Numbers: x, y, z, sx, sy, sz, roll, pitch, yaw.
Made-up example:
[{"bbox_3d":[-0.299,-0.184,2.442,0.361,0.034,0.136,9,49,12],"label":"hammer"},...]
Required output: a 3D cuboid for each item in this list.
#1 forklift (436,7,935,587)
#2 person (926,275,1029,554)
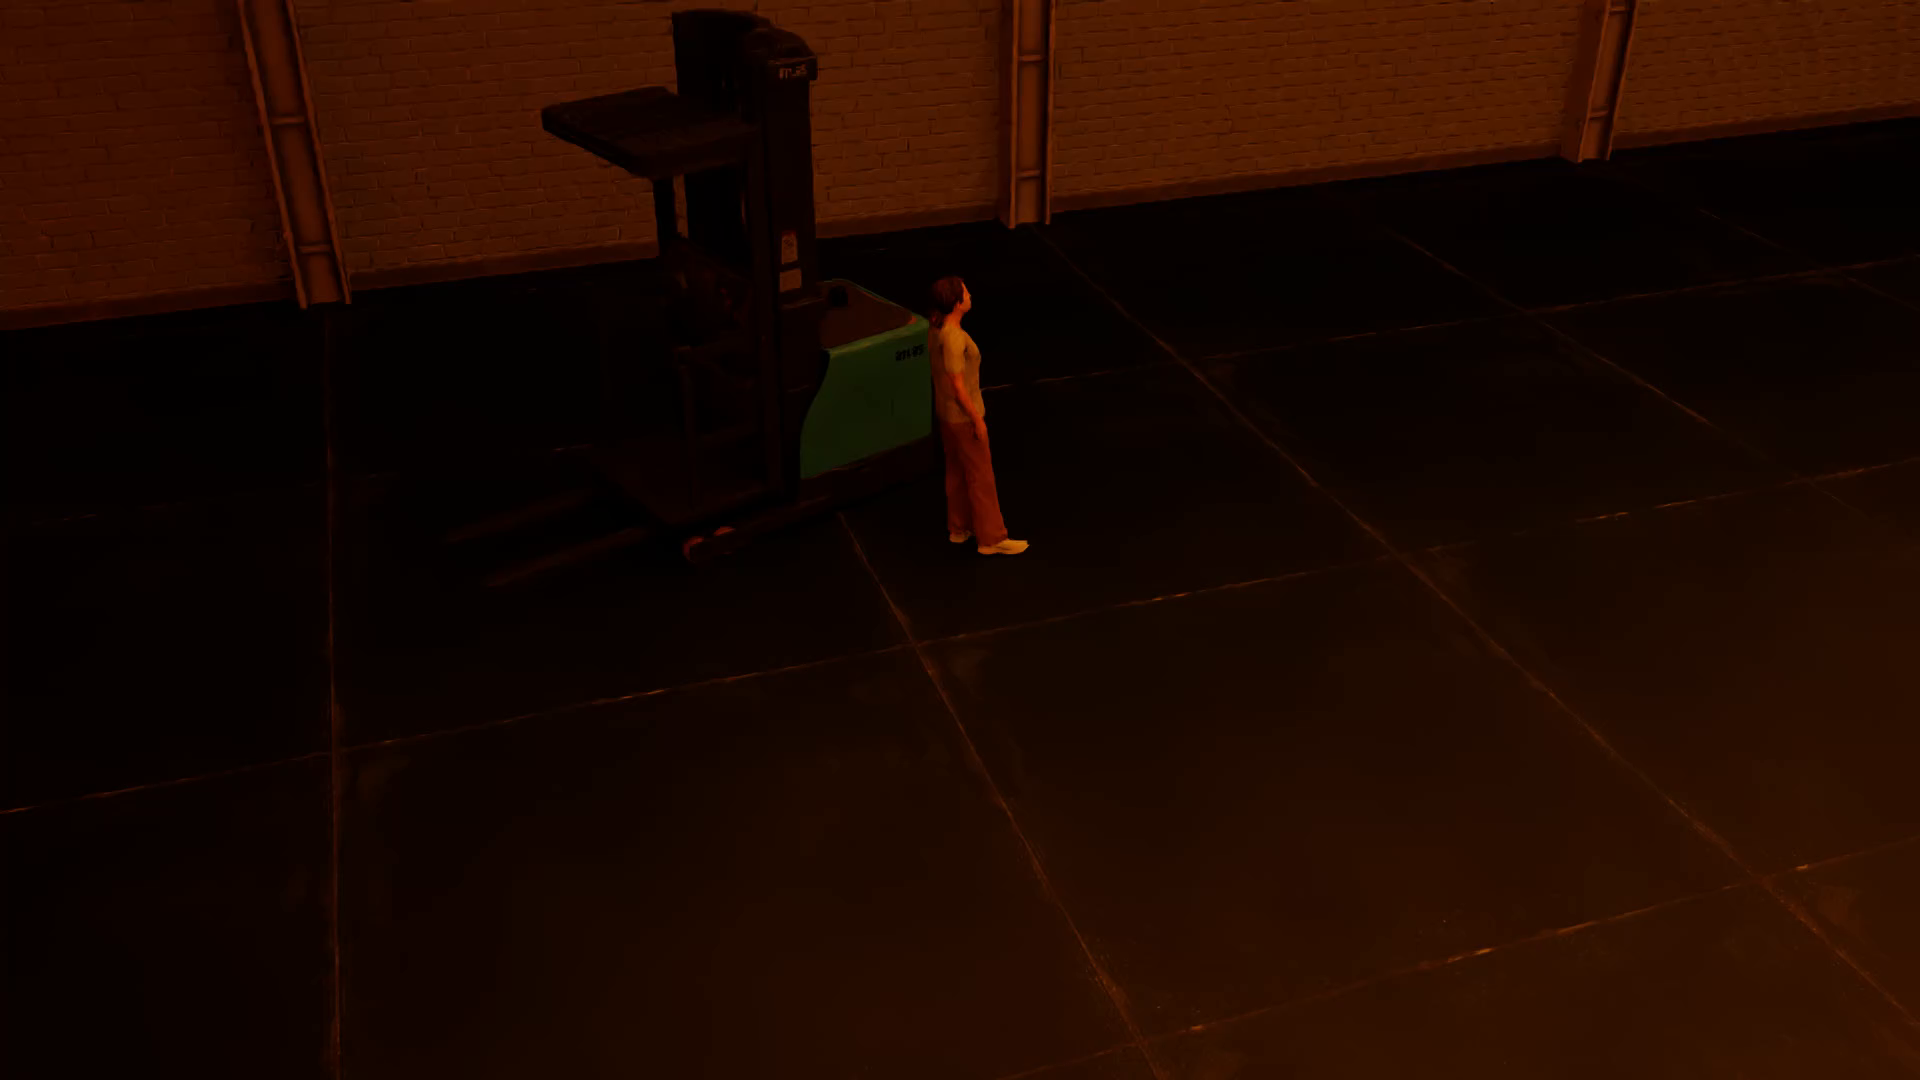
[{"bbox_3d":[-1.631,-1.423,9.560,3.031,2.935,1.130,-22,36,-33],"label":"forklift"},{"bbox_3d":[0.074,-0.739,9.616,0.548,1.674,0.554,-10,31,-16],"label":"person"}]
